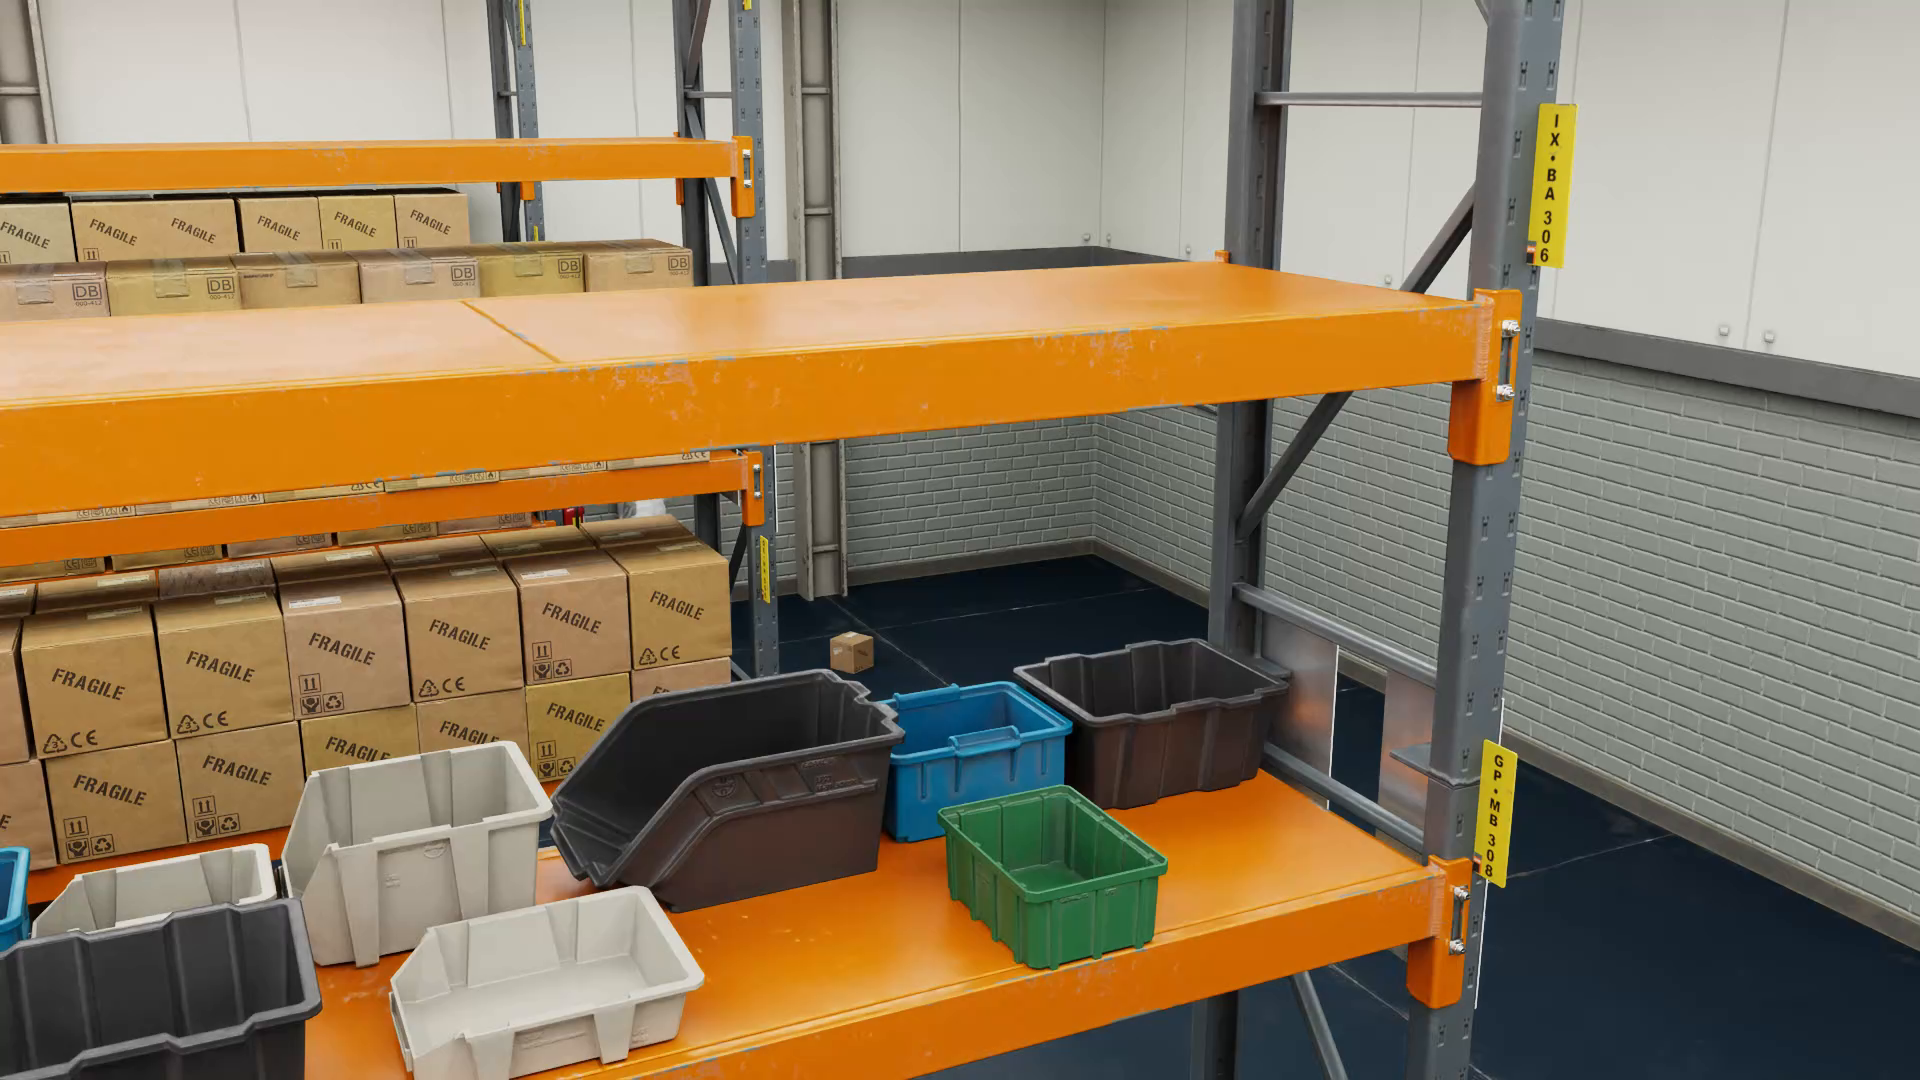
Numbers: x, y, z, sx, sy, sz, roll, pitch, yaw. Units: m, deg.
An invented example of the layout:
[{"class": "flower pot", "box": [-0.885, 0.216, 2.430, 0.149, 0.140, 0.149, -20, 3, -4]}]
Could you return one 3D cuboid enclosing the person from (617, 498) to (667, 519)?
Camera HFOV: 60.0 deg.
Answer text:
[{"class": "person", "box": [-2.785, -0.160, 14.555, 0.369, 1.775, 0.525, 8, 17, 27]}]
